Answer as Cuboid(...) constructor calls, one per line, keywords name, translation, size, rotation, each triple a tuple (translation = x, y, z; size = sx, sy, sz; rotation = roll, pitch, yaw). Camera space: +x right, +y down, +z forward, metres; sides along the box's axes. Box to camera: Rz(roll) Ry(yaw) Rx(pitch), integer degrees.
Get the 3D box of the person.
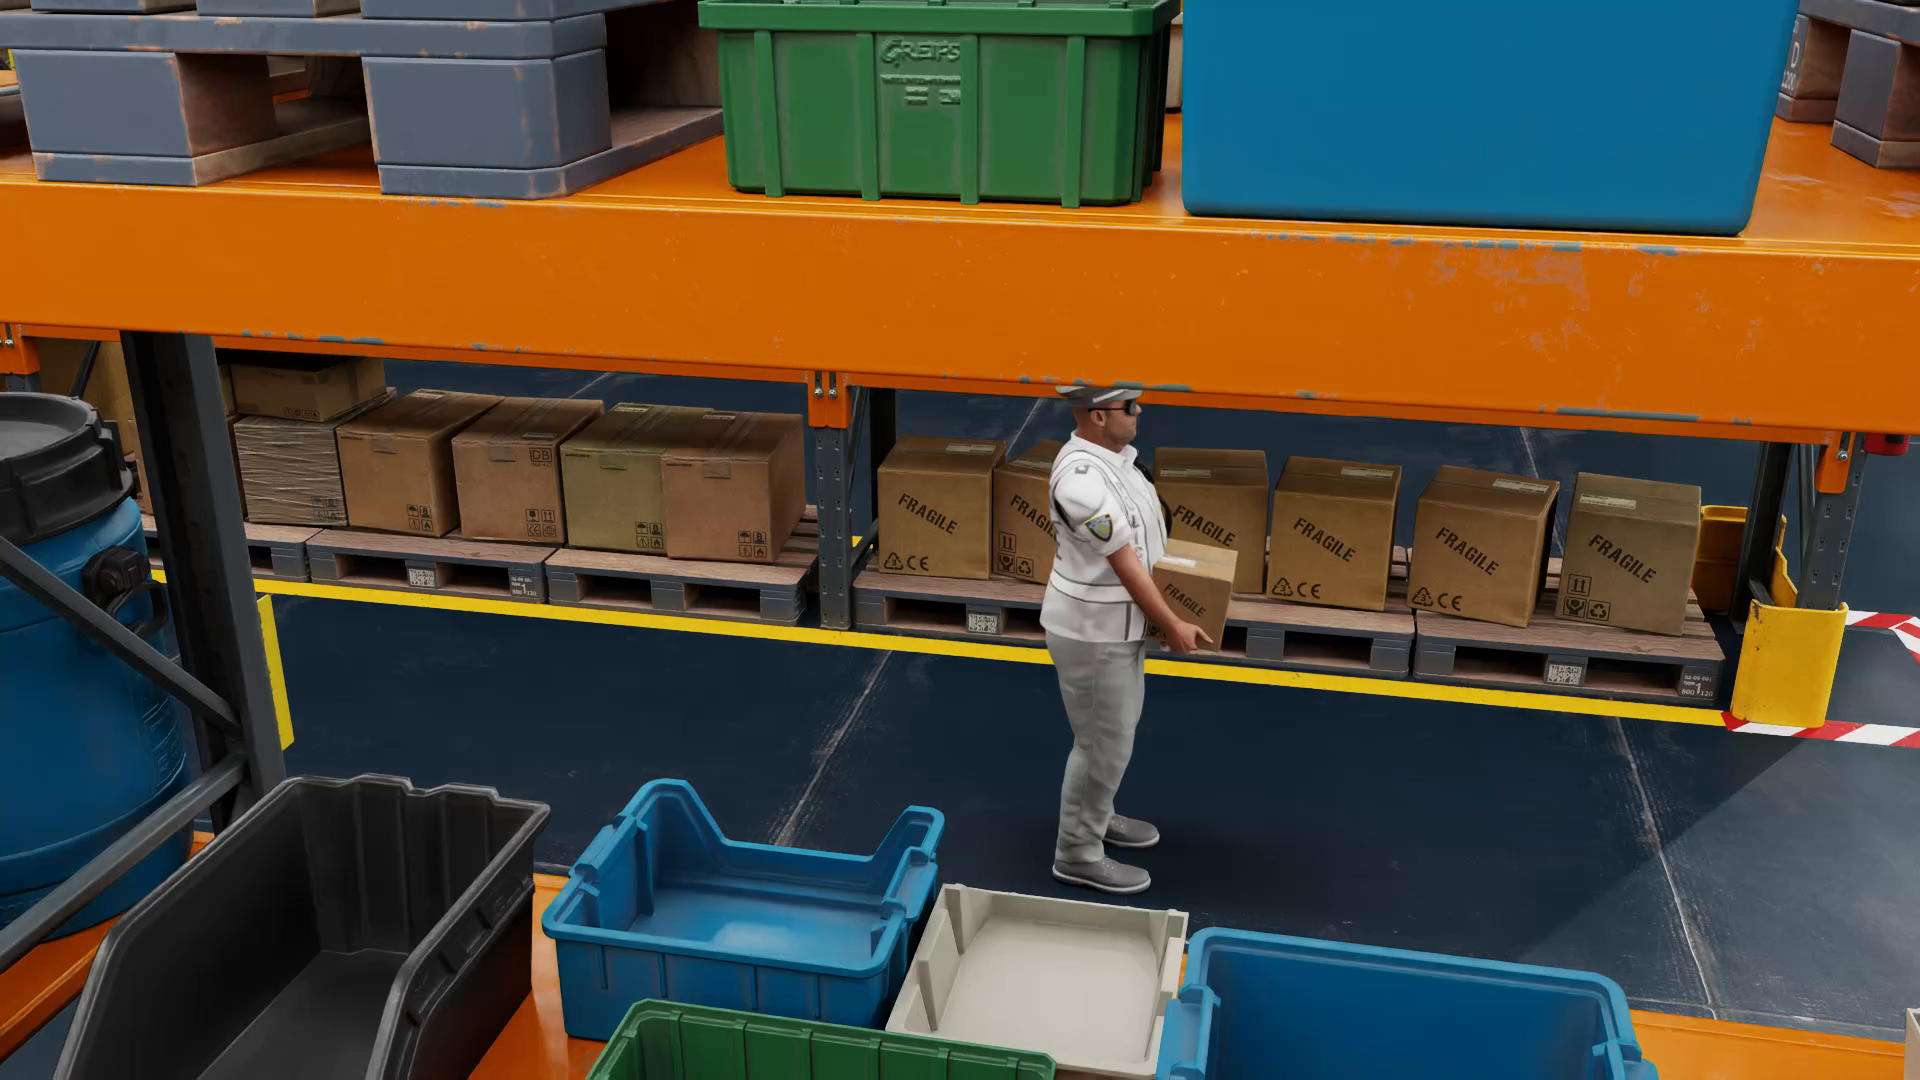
Cuboid(name="person", translation=(0.546, 0.269, 5.377), size=(0.559, 1.766, 0.491), rotation=(5, 22, 11))
